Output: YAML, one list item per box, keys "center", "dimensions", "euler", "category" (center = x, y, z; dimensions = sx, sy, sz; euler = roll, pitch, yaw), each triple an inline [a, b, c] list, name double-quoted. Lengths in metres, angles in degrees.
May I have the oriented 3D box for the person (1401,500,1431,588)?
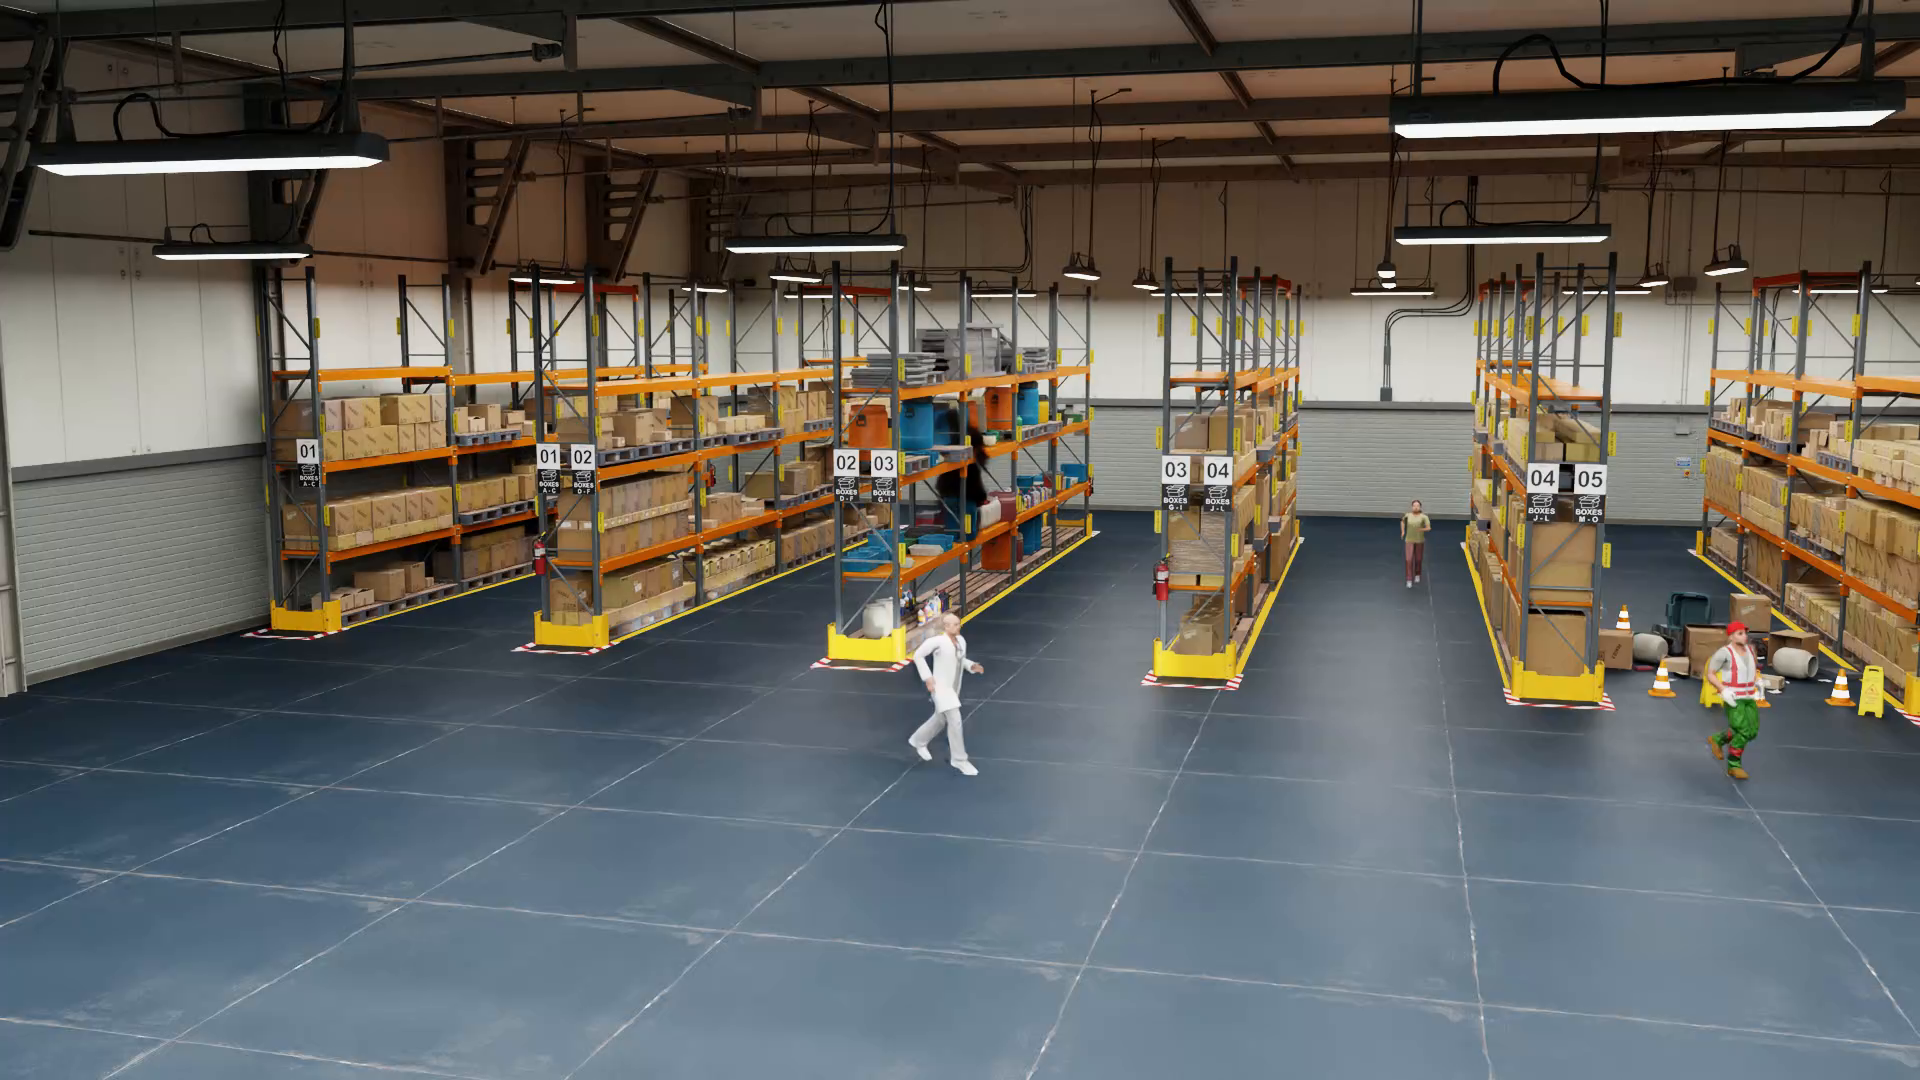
- center: [8.846, 0.047, 32.322]
  dimensions: [0.578, 1.661, 0.948]
  euler: [2, 8, 18]
  category: "person"

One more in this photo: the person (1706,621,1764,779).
- center: [8.707, 1.773, 18.746]
  dimensions: [0.652, 1.755, 0.603]
  euler: [-3, 8, -21]
  category: "person"

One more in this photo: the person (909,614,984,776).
- center: [-0.193, 1.725, 18.965]
  dimensions: [1.025, 1.805, 0.649]
  euler: [5, 9, 33]
  category: "person"
